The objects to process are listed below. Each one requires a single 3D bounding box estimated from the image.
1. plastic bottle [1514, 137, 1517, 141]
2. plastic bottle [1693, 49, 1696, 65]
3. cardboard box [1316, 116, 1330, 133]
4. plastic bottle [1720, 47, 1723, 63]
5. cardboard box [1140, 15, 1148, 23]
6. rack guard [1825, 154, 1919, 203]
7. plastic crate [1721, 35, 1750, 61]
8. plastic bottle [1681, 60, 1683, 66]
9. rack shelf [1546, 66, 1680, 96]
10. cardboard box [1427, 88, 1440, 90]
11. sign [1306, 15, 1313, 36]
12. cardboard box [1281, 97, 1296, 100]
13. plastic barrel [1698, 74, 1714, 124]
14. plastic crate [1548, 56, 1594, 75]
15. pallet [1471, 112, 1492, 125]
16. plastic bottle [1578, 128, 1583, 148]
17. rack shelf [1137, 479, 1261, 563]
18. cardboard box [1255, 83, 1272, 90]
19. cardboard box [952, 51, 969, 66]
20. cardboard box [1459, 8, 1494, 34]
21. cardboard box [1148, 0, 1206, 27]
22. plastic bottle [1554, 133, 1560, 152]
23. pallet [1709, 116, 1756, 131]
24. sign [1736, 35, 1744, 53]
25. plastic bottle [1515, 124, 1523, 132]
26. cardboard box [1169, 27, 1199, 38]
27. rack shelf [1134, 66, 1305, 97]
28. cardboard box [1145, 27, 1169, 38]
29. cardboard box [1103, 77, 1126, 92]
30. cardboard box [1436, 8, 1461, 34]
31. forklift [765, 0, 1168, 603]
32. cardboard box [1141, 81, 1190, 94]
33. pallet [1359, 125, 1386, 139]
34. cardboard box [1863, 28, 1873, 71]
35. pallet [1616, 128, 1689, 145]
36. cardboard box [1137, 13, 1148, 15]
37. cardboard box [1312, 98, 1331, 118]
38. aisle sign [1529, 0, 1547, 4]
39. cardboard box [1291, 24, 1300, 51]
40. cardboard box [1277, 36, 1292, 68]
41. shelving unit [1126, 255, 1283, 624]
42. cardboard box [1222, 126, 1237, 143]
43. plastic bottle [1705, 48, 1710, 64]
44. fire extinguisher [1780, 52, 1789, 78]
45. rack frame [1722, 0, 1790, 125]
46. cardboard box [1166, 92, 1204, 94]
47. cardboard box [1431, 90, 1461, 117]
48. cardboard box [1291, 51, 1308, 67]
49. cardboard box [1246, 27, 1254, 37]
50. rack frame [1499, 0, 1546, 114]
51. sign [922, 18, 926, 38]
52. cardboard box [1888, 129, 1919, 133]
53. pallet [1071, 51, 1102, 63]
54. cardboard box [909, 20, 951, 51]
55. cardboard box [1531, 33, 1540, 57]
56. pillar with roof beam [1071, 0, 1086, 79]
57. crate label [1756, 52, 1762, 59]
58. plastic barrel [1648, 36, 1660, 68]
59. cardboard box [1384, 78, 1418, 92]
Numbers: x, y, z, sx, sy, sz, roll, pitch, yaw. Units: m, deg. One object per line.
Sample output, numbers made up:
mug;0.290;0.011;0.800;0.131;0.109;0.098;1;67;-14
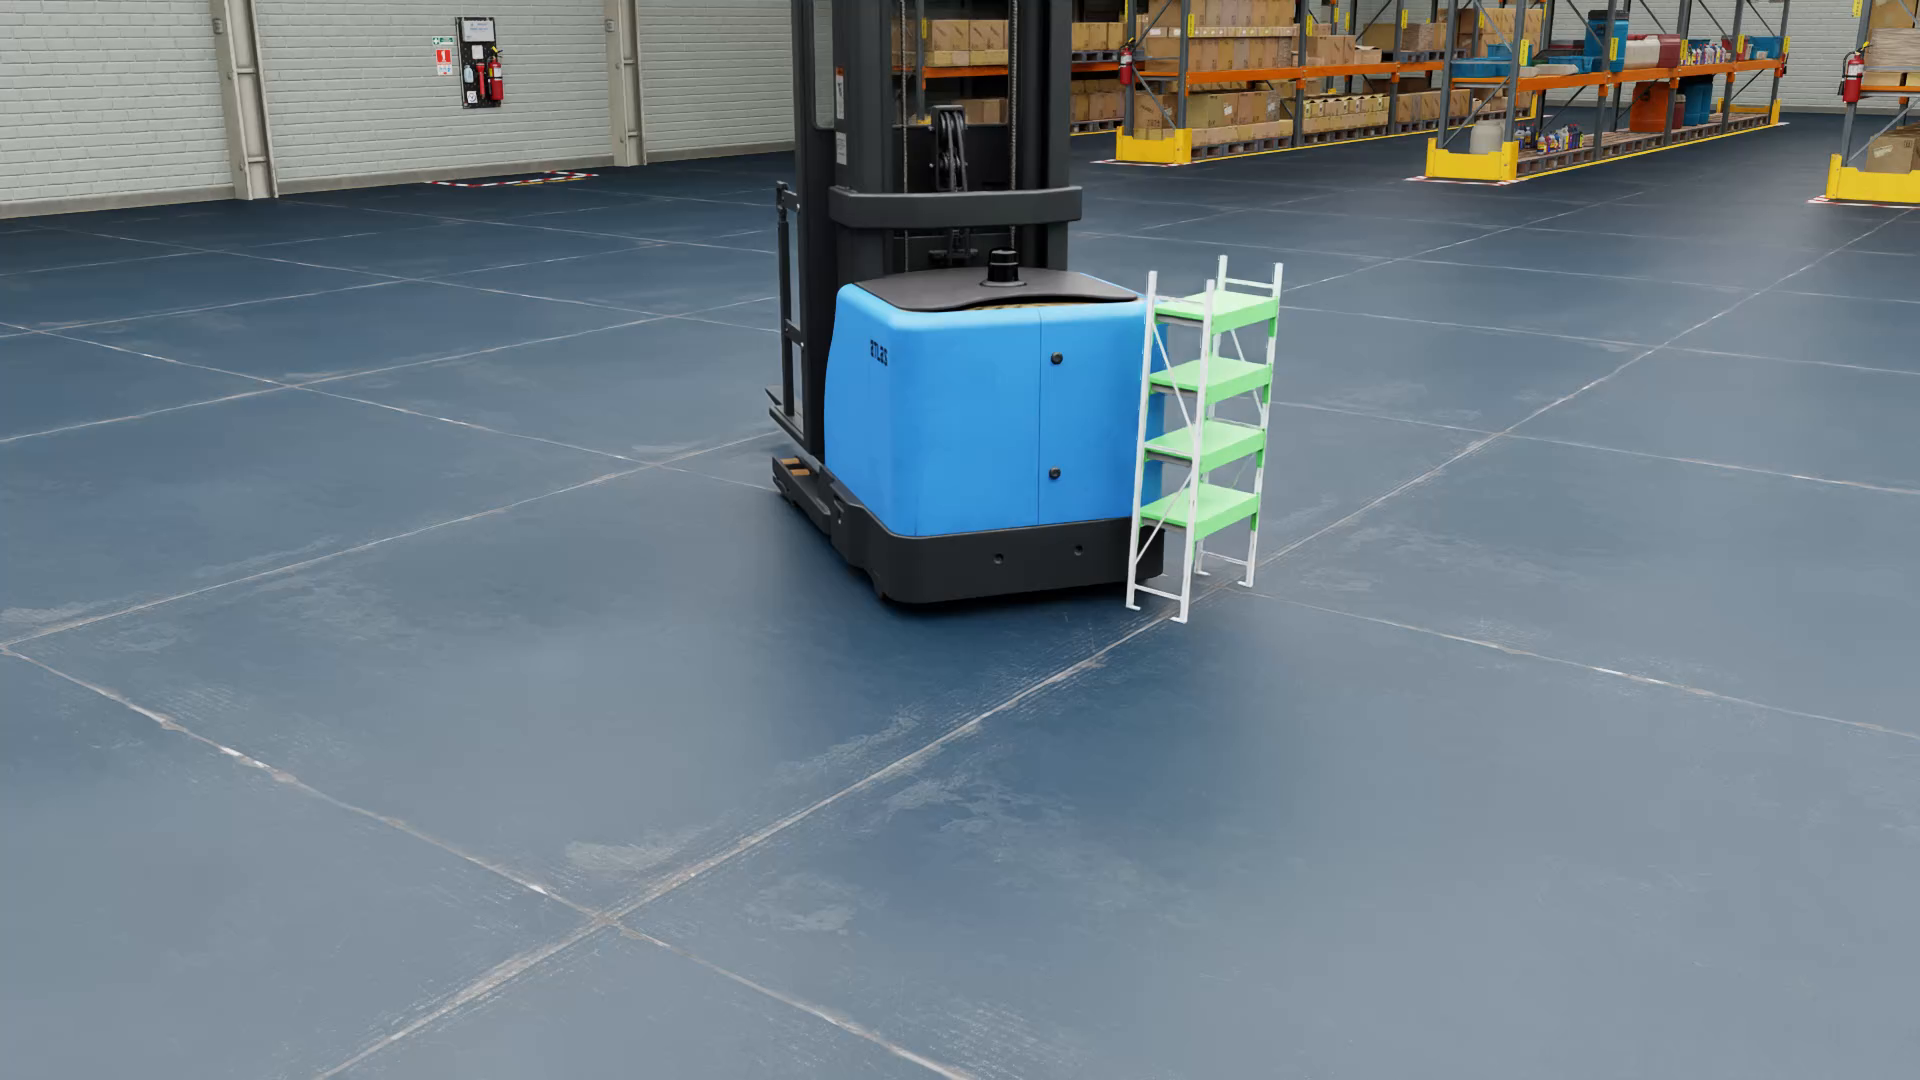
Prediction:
plastic bottle;8.144;-5.841;24.472;0.097;0.201;0.097;0;17;0
plastic bottle;12.855;-8.468;29.171;0.097;0.271;0.097;0;17;0
cardboard box;6.081;-7.225;28.880;0.500;0.250;0.500;13;22;36
plastic bottle;14.002;-8.923;30.617;0.061;0.283;0.133;12;21;35
cardboard box;3.558;-10.471;33.401;0.380;0.149;0.250;9;20;28
rack guard;10.952;-4.284;19.696;1.175;0.500;0.348;12;21;35
plastic crate;14.812;-9.421;31.813;0.402;0.464;0.583;12;21;35
plastic bottle;12.362;-8.237;28.547;0.097;0.201;0.097;0;17;0
rack shelf;10.504;-7.421;26.794;1.077;0.370;4.000;12;21;35
cardboard box;9.619;-9.014;34.184;0.500;0.500;0.500;11;21;32
sign;5.783;-8.517;27.520;0.100;0.325;0.005;12;21;35
cardboard box;5.652;-7.591;29.114;0.500;0.311;0.500;13;22;36
plastic barrel;13.741;-8.265;31.131;0.600;0.901;0.708;12;21;35
plastic crate;8.871;-6.905;24.173;0.499;0.251;0.616;12;21;35
pallet;10.513;-8.901;35.051;1.003;0.211;1.213;12;21;35
plastic bottle;9.290;-6.028;24.935;0.061;0.283;0.133;14;22;37
rack shelf;0.849;-0.075;5.966;0.258;0.148;0.480;15;23;34
cardboard box;6.650;-10.111;37.751;0.700;0.500;0.500;13;21;35
cardboard box;-0.184;-8.210;28.343;0.500;0.250;0.500;12;21;33
cardboard box;10.610;-10.657;34.149;0.500;0.500;0.500;13;22;36
cardboard box;3.273;-8.000;25.092;0.700;0.500;0.500;13;21;35
plastic bottle;8.644;-5.773;24.134;0.097;0.271;0.097;0;17;0
pallet;15.212;-8.335;33.229;1.003;0.211;1.213;12;21;35
sign;14.519;-9.228;30.934;0.100;0.325;0.005;12;21;35
plastic bottle;8.385;-6.069;24.954;0.144;0.351;0.185;11;21;32
cardboard box;3.360;-7.624;24.975;0.380;0.149;0.250;12;21;34
rack shelf;4.145;-7.344;26.548;1.077;0.370;4.000;12;21;35
cardboard box;3.028;-7.693;25.198;0.380;0.149;0.250;12;21;34
cardboard box;2.962;-9.060;33.070;0.500;0.250;0.500;13;21;36
cardboard box;10.196;-10.761;34.483;0.500;0.500;0.500;13;21;35
forklift;-0.196;-1.576;6.877;1.130;2.935;3.031;-6;18;-17
cardboard box;4.283;-9.317;34.605;0.750;0.750;0.750;12;21;34
pallet;7.198;-7.596;30.848;1.003;0.211;1.213;12;21;35
cardboard box;11.458;-5.916;20.067;0.875;0.500;0.500;12;21;35
pallet;12.132;-7.104;29.264;1.003;0.211;1.213;12;21;35
cardboard box;3.801;-10.702;34.181;0.500;0.250;0.500;13;22;36
cardboard box;6.085;-7.492;28.794;0.500;0.311;0.500;12;21;34
aisle sign;12.773;-12.226;36.671;0.394;0.787;0.004;12;21;35
cardboard box;7.324;-11.561;38.410;0.980;0.700;0.700;11;20;32
cardboard box;5.077;-8.105;27.616;0.700;0.500;0.500;12;21;33
shelving unit;0.860;-0.362;5.869;0.258;1.200;0.503;15;23;34
cardboard box;4.044;-6.426;26.306;0.500;0.250;0.500;12;21;35
plastic bottle;13.367;-8.689;29.874;0.152;0.276;0.135;12;21;35
fire extinguisher;16.917;-9.886;34.281;0.296;0.674;0.183;12;21;35
rack frame;16.462;-10.146;34.357;1.000;3.000;0.127;12;21;35
cardboard box;3.618;-6.878;26.498;0.500;0.500;0.500;12;21;35
cardboard box;9.738;-8.801;33.501;0.500;0.500;0.500;13;21;35
cardboard box;5.595;-8.217;28.400;0.500;0.250;0.500;14;22;38
cardboard box;4.433;-8.053;26.355;0.380;0.149;0.250;13;22;36
rack frame;12.486;-11.022;37.179;1.000;3.000;0.127;12;21;35
sign;-0.592;-8.403;27.286;0.100;0.325;0.005;12;21;35
cardboard box;12.009;-4.907;20.993;0.500;0.500;0.500;15;23;40
pallet;1.928;-9.103;31.323;1.003;0.211;1.213;12;21;35
cardboard box;-0.502;-8.442;27.826;0.500;0.500;0.500;12;21;35
cardboard box;12.438;-10.915;36.666;0.500;0.500;0.500;13;22;36
pillar with roof beam;5.727;-11.939;30.015;9.100;9.000;0.400;12;21;35
crate label;15.791;-9.685;33.218;0.396;0.136;0.243;12;21;35
plastic barrel;11.254;-8.011;27.295;0.421;0.512;0.421;0;17;0
cardboard box;8.725;-9.014;32.921;0.500;0.250;0.500;12;21;34
